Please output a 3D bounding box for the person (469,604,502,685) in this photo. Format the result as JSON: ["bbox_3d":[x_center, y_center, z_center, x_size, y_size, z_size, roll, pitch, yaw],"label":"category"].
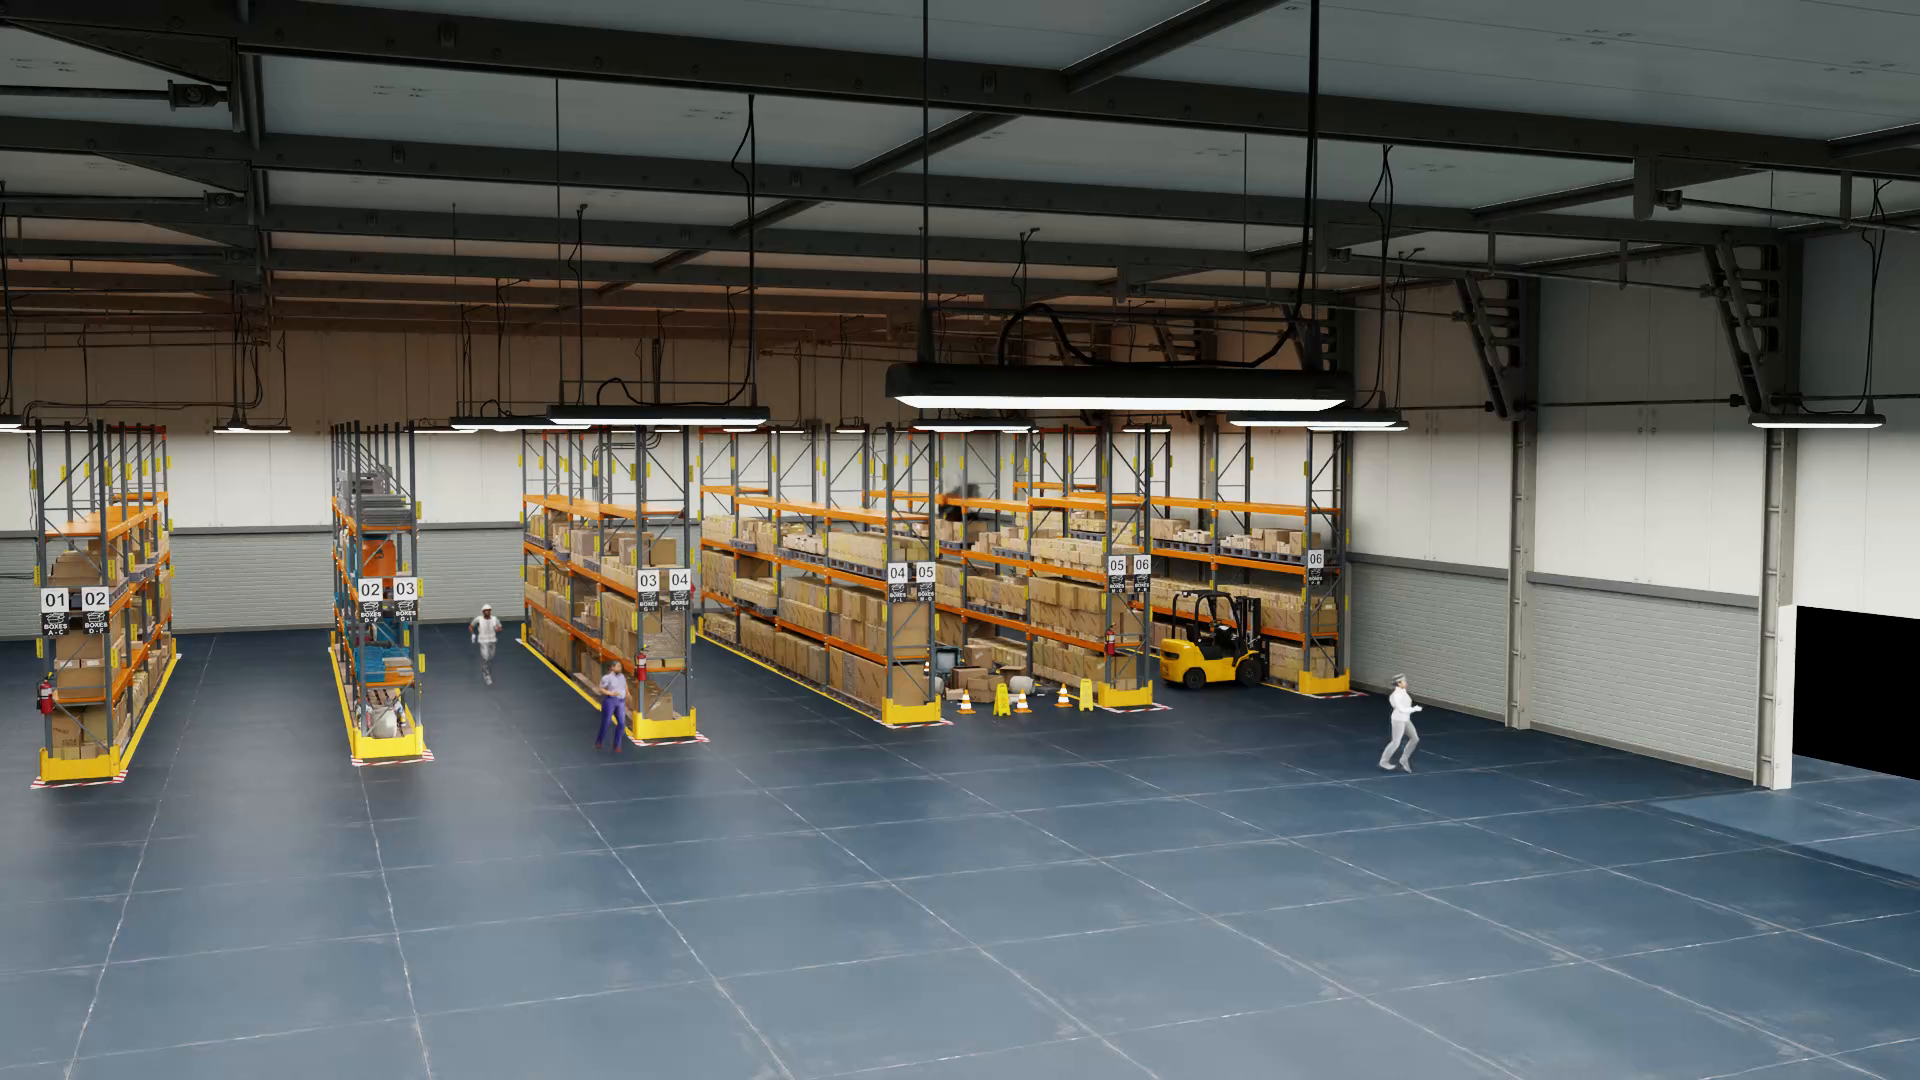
[{"bbox_3d":[-10.971,2.404,38.581,0.667,1.827,0.861,-3,4,-37],"label":"person"}]

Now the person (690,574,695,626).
[{"bbox_3d":[-8.004,1.853,48.661,0.679,1.732,0.644,3,5,43],"label":"person"}]

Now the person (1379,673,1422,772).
[{"bbox_3d":[7.515,3.110,28.315,0.703,1.725,0.579,2,4,30],"label":"person"}]

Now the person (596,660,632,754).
[{"bbox_3d":[-6.252,3.026,30.233,0.664,1.679,0.691,-3,5,-40],"label":"person"}]

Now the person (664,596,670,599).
[{"bbox_3d":[-8.395,1.980,46.895,0.669,1.629,0.758,-1,4,-11],"label":"person"}]
